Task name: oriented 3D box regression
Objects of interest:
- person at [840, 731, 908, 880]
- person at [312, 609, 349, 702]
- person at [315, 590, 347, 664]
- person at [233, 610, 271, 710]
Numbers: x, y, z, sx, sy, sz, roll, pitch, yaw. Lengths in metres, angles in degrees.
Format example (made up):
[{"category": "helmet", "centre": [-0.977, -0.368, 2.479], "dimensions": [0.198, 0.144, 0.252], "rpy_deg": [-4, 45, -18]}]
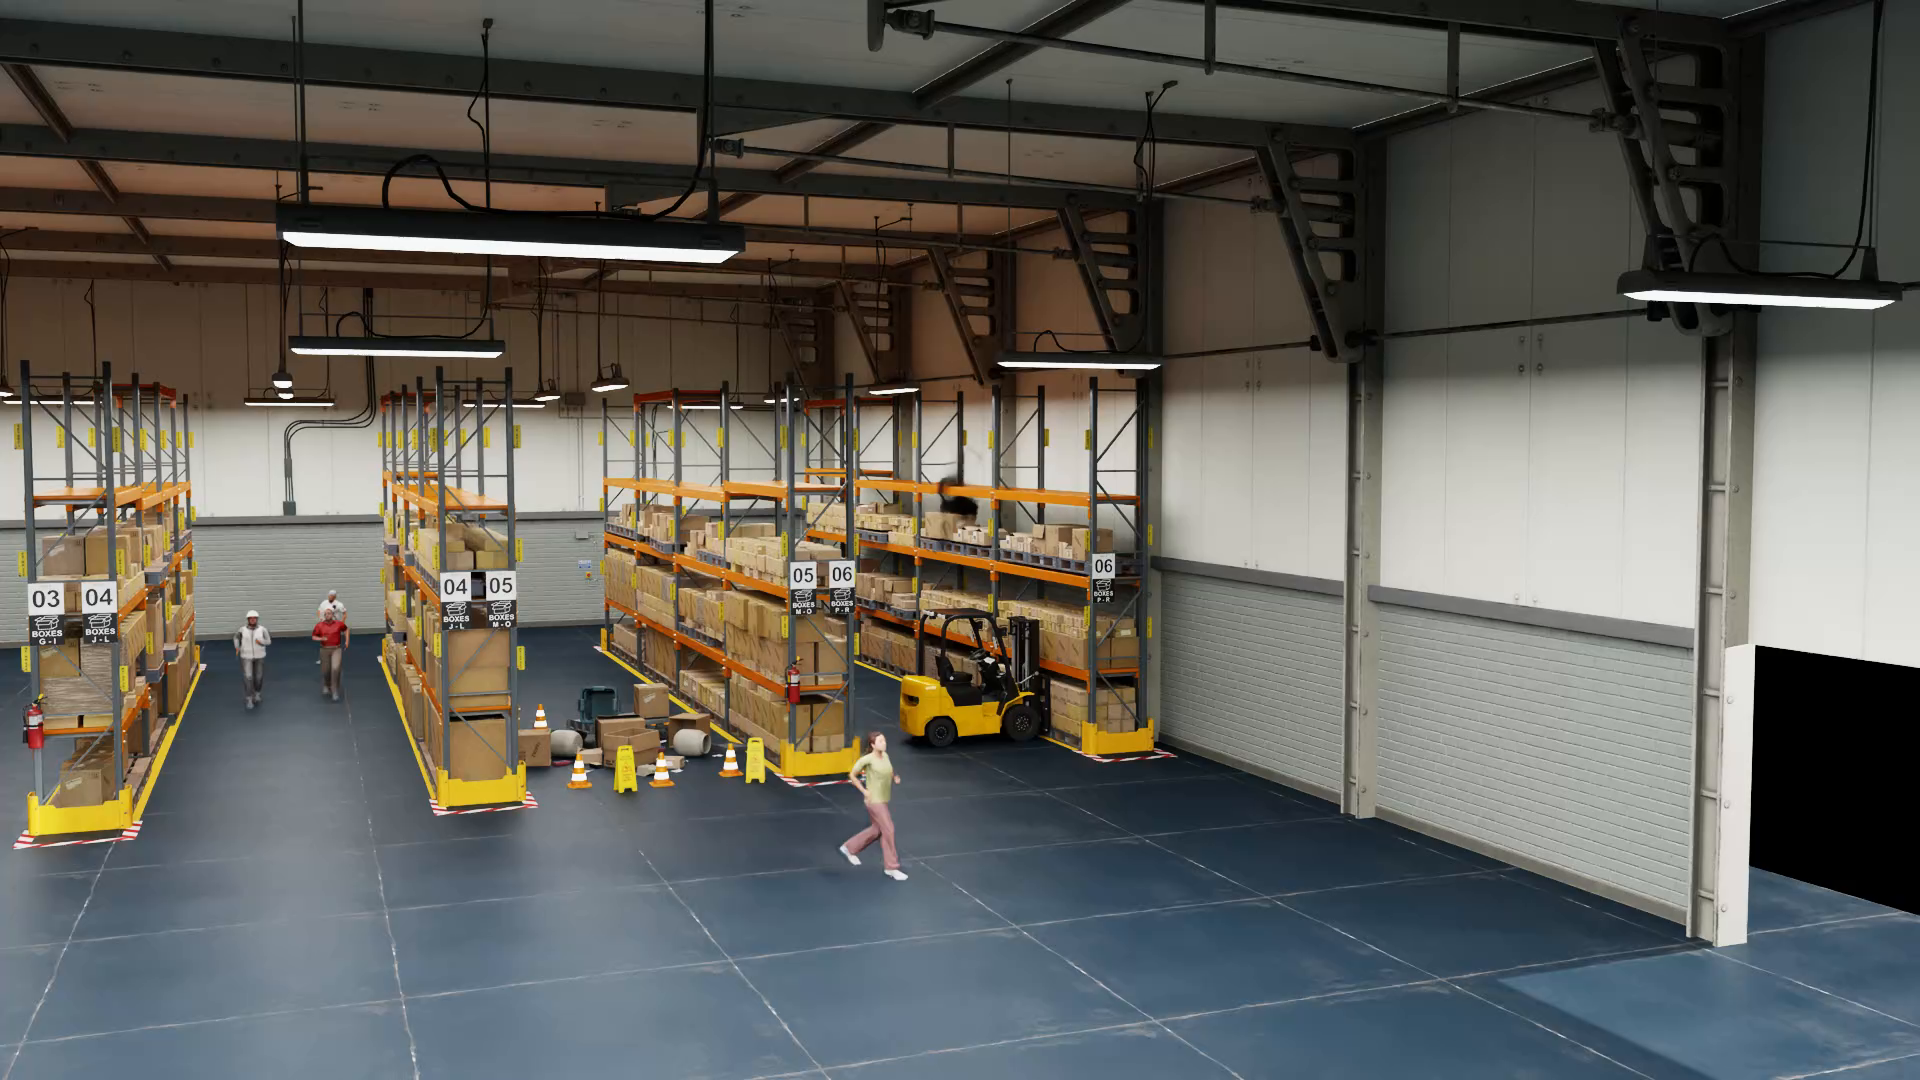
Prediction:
[{"category": "person", "centre": [-0.971, 3.024, 19.111], "dimensions": [0.891, 1.670, 0.564], "rpy_deg": [2, 4, 28]}, {"category": "person", "centre": [-12.202, 2.205, 32.241], "dimensions": [0.669, 1.733, 0.977], "rpy_deg": [-1, 4, -17]}, {"category": "person", "centre": [-14.106, 1.930, 37.240], "dimensions": [0.707, 1.630, 0.864], "rpy_deg": [0, 3, 3]}, {"category": "person", "centre": [-13.270, 2.230, 31.213], "dimensions": [0.633, 1.822, 0.819], "rpy_deg": [-2, 4, -28]}]
